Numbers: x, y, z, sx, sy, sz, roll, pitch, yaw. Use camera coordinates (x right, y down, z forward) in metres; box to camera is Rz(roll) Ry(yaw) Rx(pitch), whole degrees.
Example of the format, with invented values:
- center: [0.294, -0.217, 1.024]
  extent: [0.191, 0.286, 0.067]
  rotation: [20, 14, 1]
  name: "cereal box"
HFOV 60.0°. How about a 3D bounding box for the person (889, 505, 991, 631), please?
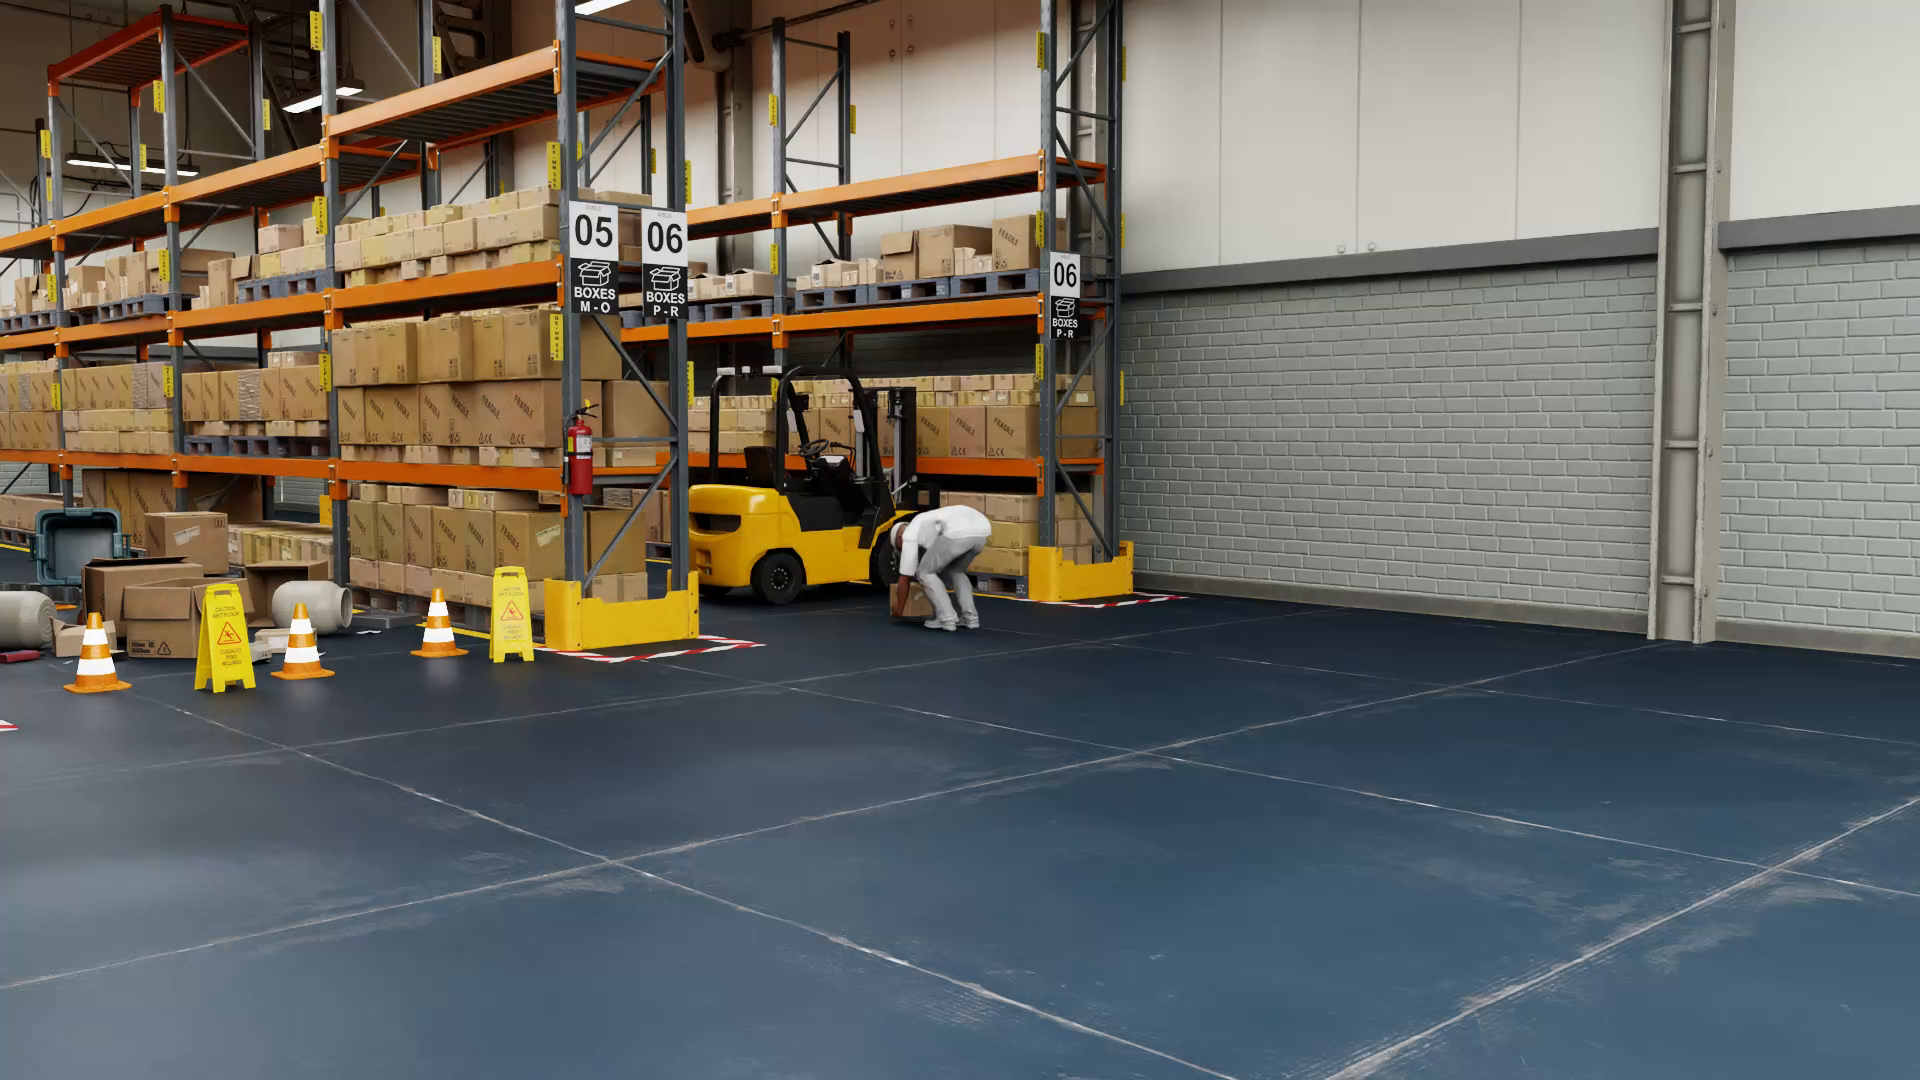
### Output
- center: [-0.195, 0.206, 13.352]
  extent: [0.974, 0.979, 0.502]
  rotation: [4, 5, 43]
  name: "person"
